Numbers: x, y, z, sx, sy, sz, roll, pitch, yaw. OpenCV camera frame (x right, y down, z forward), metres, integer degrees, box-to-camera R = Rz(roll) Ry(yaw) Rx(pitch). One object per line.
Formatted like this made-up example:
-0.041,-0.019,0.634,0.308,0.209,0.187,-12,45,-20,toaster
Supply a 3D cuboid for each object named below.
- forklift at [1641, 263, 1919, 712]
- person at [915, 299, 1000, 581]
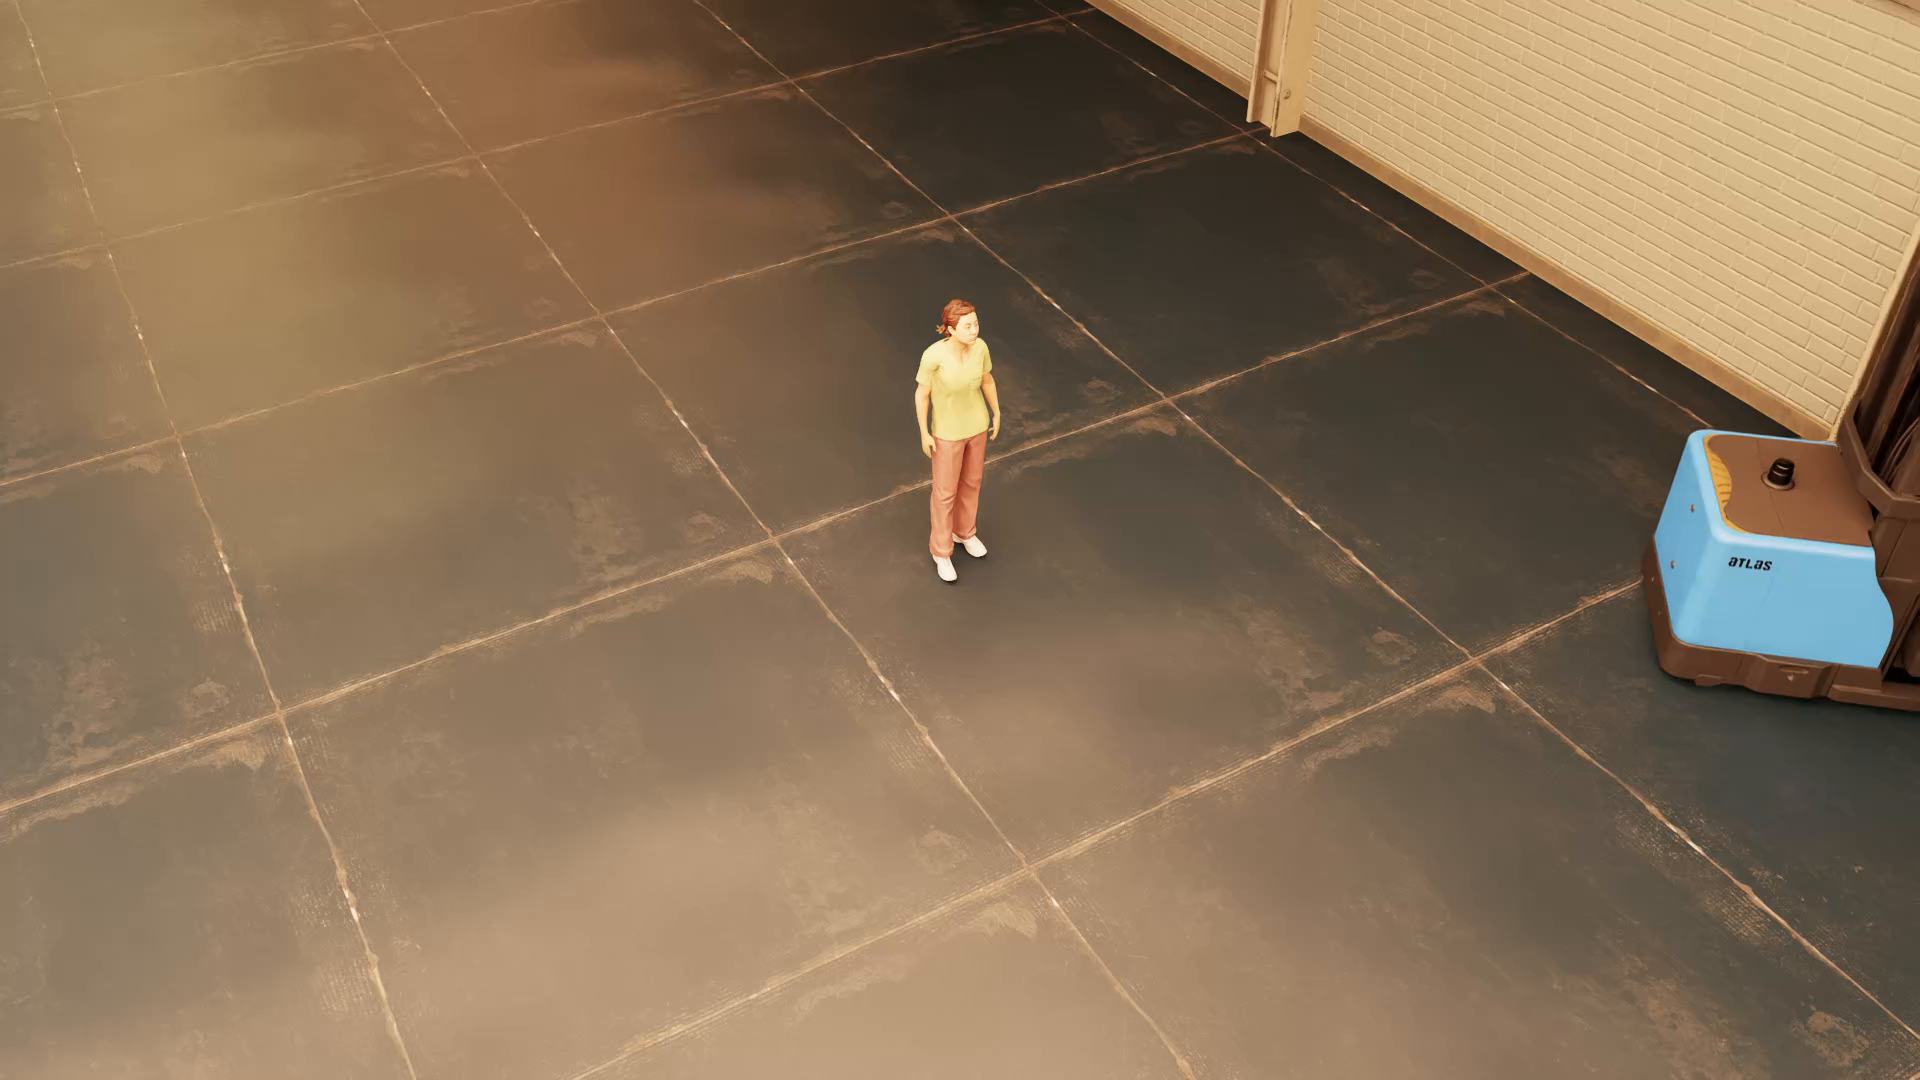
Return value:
5.513,-0.459,8.589,3.031,2.935,1.130,7,40,8,forklift
0.027,-0.606,9.739,0.553,1.675,0.549,-20,44,-23,person
